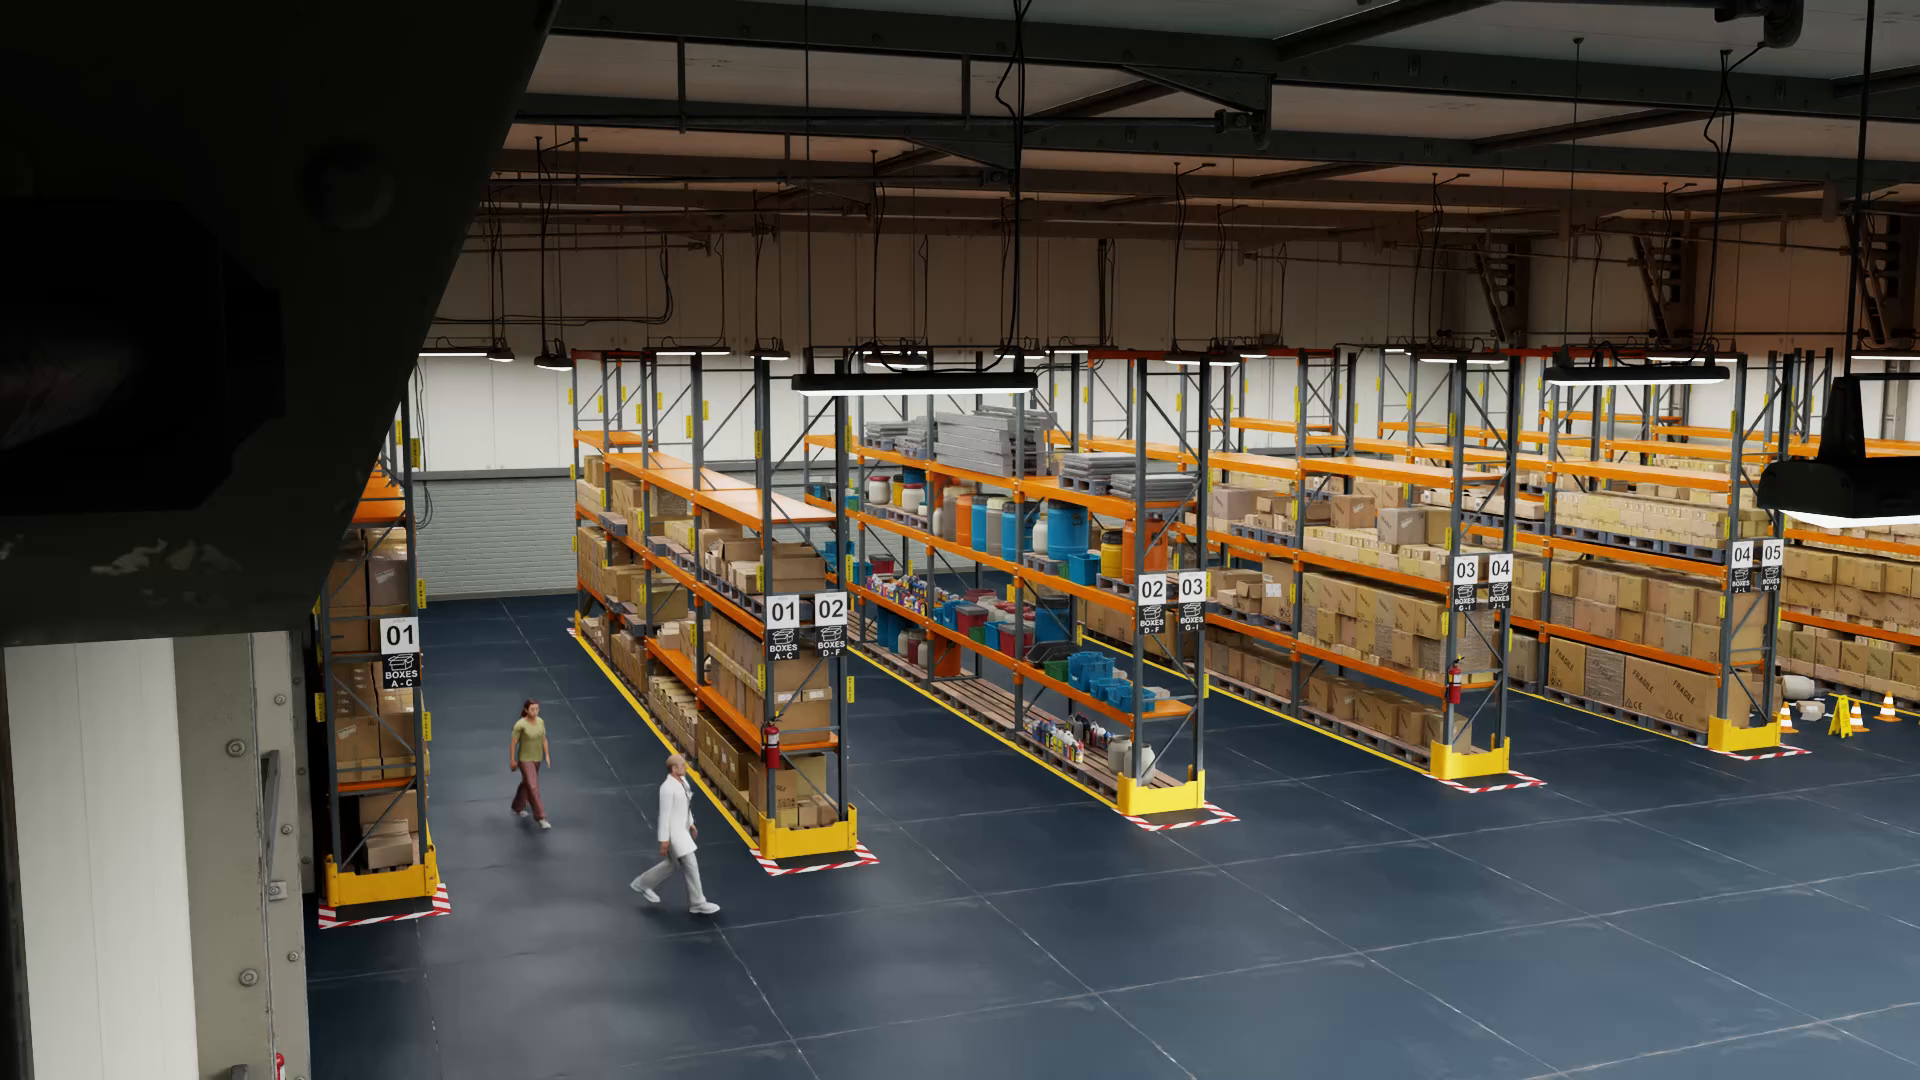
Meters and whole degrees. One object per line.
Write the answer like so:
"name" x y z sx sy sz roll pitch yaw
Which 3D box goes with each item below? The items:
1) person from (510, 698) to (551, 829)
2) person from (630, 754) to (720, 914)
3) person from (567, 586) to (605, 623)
"person" -5.509 2.839 21.459 0.974 1.618 0.483 4 8 32
"person" -3.128 3.203 18.247 1.042 1.740 0.631 1 7 5
"person" -7.963 0.993 36.155 1.245 1.697 0.560 -4 8 -30
